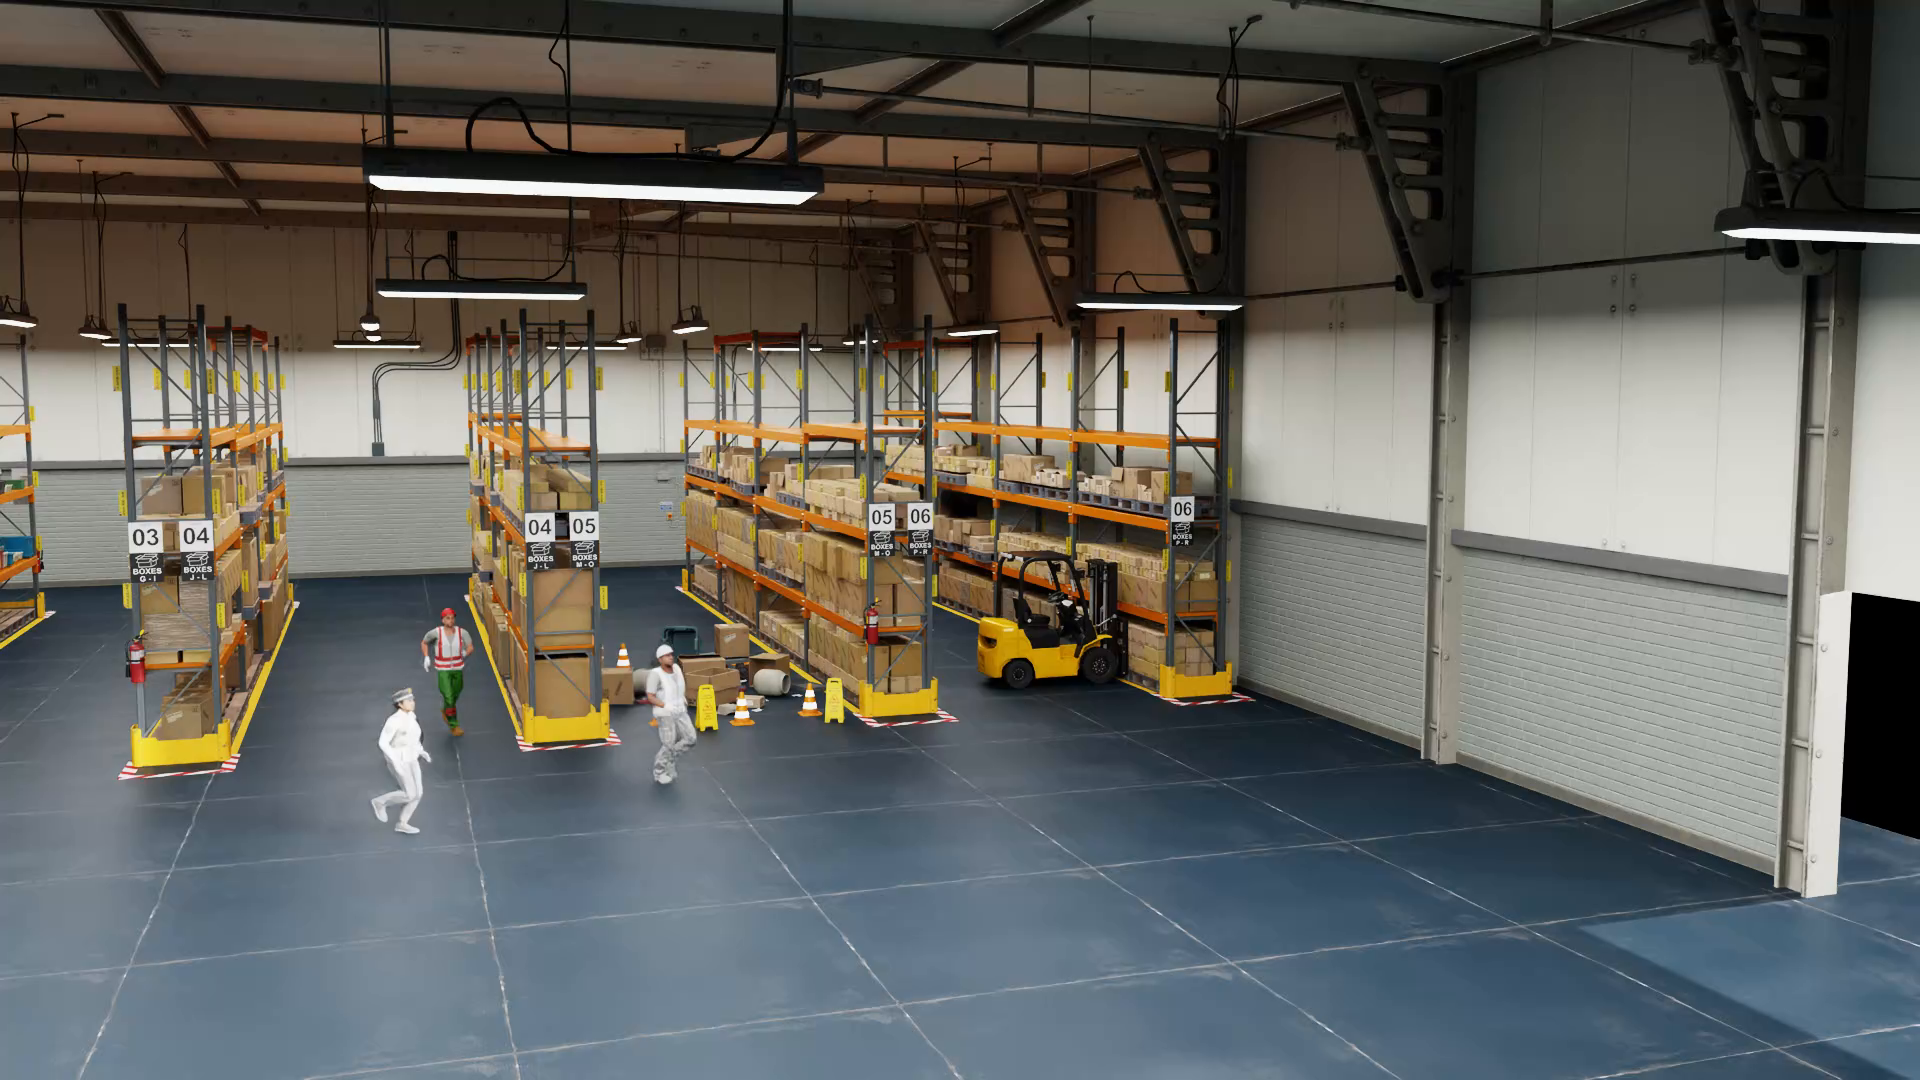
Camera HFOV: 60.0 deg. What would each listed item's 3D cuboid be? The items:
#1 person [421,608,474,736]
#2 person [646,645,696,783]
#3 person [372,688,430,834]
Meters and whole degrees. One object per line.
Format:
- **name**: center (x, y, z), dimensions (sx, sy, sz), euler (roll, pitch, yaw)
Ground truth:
- **person**: center (-7.265, 1.836, 23.655), dimensions (0.675, 1.767, 1.018), euler (-3, 6, -33)
- **person**: center (-3.585, 2.167, 20.730), dimensions (0.575, 1.737, 0.695), euler (4, 7, 34)
- **person**: center (-6.219, 2.446, 18.472), dimensions (0.581, 1.644, 0.605), euler (1, 6, 15)
